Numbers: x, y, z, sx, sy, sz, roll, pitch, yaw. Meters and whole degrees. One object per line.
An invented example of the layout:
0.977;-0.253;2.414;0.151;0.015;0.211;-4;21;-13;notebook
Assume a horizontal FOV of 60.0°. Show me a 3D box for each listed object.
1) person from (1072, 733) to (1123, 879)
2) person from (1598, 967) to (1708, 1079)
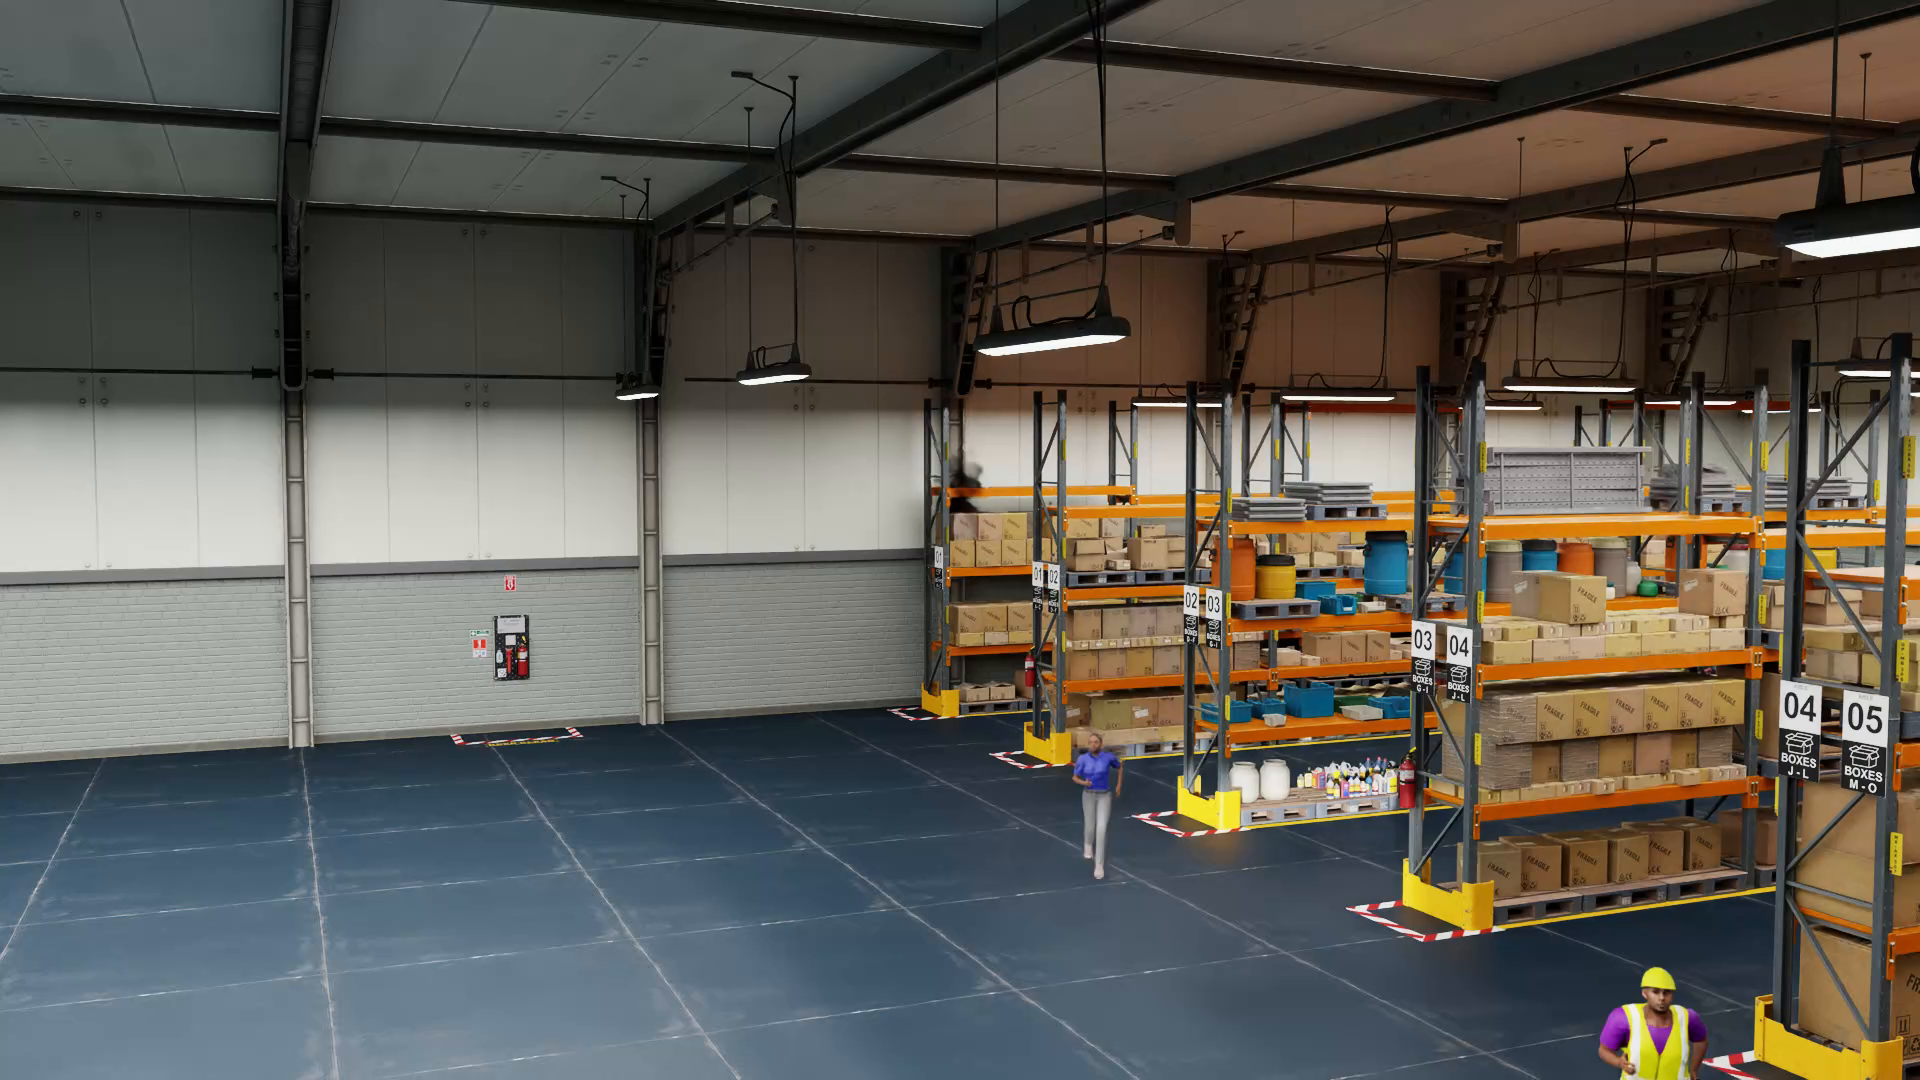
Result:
1.665;3.206;20.122;0.588;1.587;0.925;1;3;10;person
4.484;3.663;10.789;0.658;1.829;0.751;2;4;24;person
